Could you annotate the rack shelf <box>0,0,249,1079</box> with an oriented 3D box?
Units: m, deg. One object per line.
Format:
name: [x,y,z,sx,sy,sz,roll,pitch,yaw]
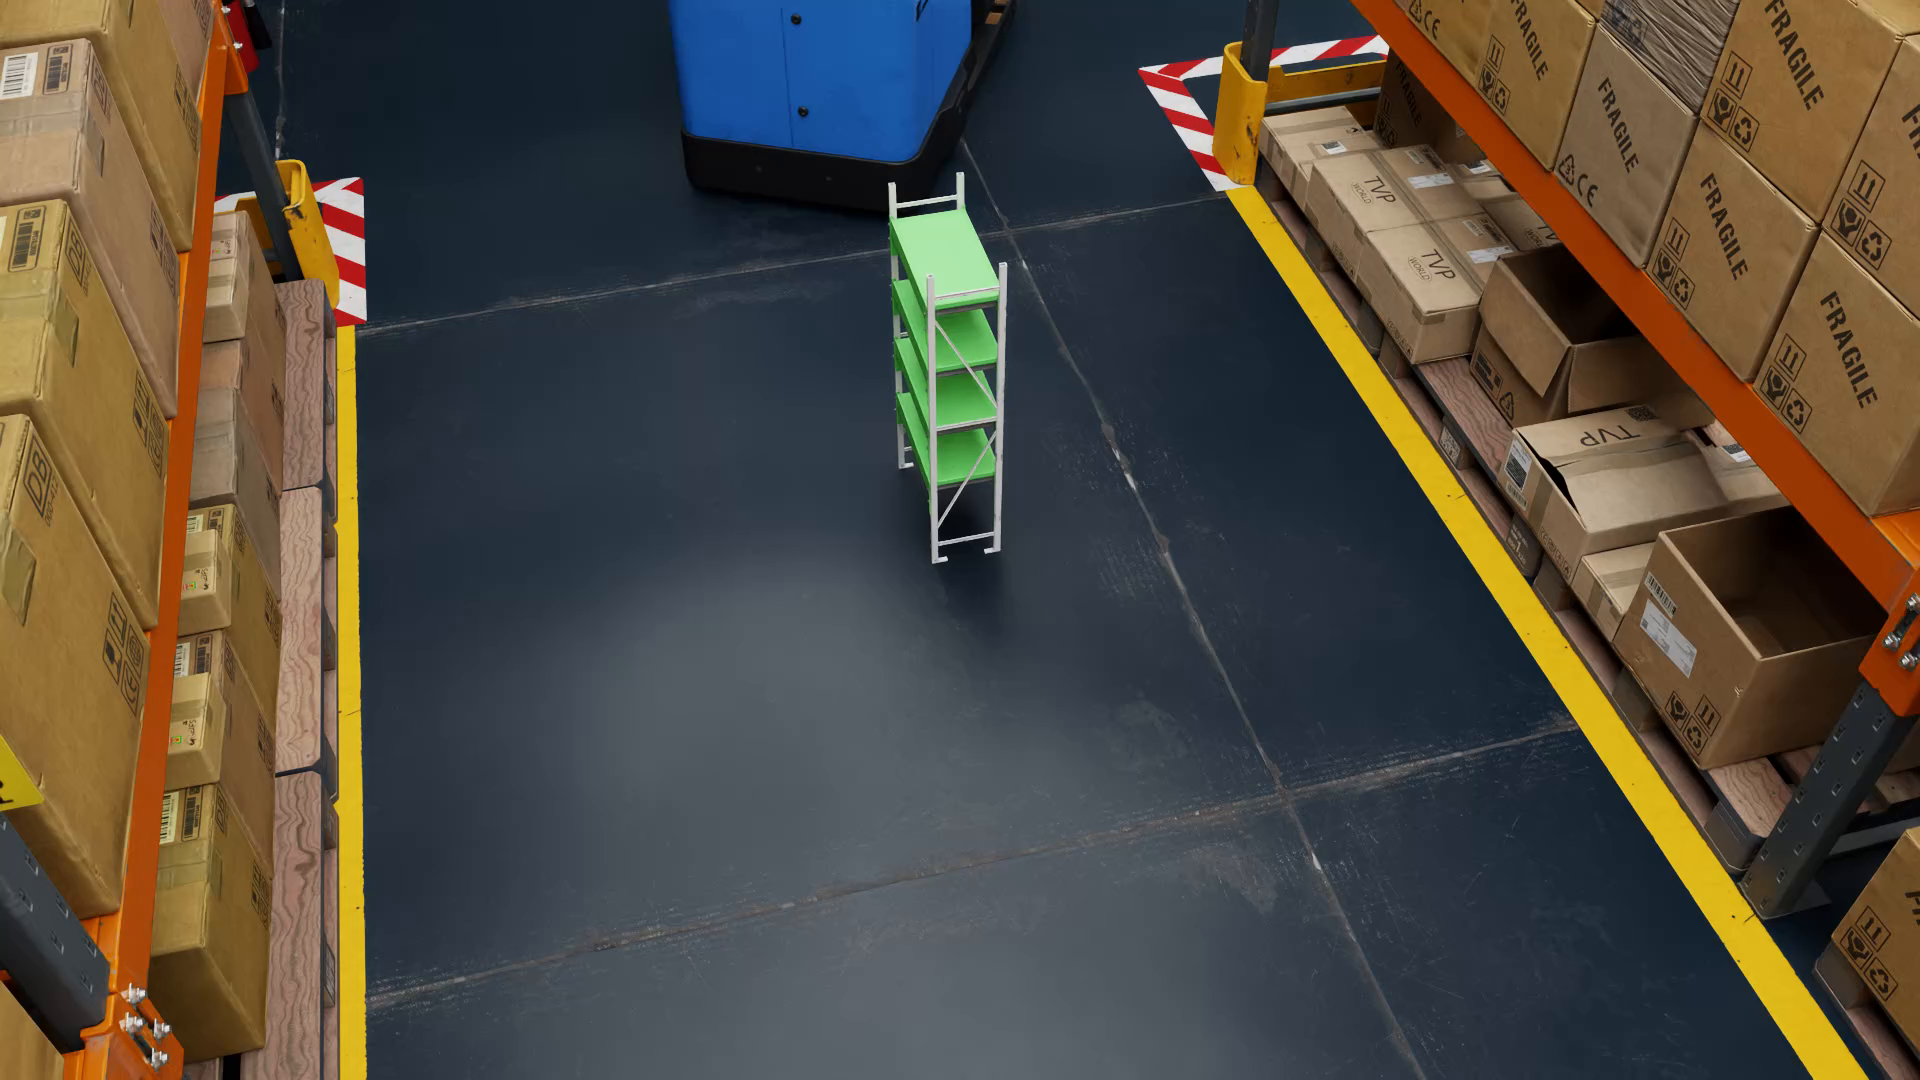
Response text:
rack shelf: [-2.572,-0.325,4.472,1.077,0.370,4.000,-11,47,-10]

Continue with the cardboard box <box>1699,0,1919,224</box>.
cardboard box: [2.214,-1.144,4.001,0.500,0.500,0.500,-12,47,-11]

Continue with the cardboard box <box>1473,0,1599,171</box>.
cardboard box: [1.952,-1.499,5.049,0.500,0.500,0.500,-10,46,-10]

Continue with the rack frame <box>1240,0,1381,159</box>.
rack frame: [1.704,-2.866,6.459,1.000,3.000,0.127,-11,47,-10]

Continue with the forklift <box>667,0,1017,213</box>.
forklift: [-0.341,-3.473,7.101,1.130,2.935,3.031,10,46,9]

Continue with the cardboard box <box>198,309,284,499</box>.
cardboard box: [-2.680,-0.419,5.517,0.700,0.500,0.500,-11,47,-10]

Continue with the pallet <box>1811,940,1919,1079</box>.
pallet: [2.972,1.426,4.205,1.003,0.211,1.213,-11,47,-10]

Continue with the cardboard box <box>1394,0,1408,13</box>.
cardboard box: [1.700,-2.191,5.727,0.500,0.500,0.500,-11,47,-11]

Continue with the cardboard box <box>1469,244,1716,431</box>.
cardboard box: [2.242,-0.681,5.757,0.797,0.503,0.637,-11,47,-10]

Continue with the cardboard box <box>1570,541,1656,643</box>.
cardboard box: [2.154,0.150,5.191,0.380,0.149,0.250,-11,47,-10]

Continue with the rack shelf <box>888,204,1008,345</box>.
rack shelf: [-0.042,-0.825,5.136,0.258,0.148,0.480,-11,47,-10]

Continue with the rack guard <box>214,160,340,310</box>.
rack guard: [-3.090,-1.099,6.477,1.175,0.500,0.348,-11,47,-10]

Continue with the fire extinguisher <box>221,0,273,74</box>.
fire extinguisher: [-2.676,-1.989,5.914,0.296,0.674,0.183,-11,47,-10]

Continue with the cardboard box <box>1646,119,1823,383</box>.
cardboard box: [2.218,-0.793,4.357,0.500,0.500,0.500,-10,46,-9]

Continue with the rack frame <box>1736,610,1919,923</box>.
rack frame: [2.728,-0.104,3.752,1.000,3.000,0.127,-11,47,-10]

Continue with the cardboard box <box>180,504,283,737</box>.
cardboard box: [-2.407,0.295,4.817,0.700,0.500,0.500,-10,46,-9]

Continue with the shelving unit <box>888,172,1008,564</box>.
shelving unit: [-0.042,-0.534,5.433,0.258,1.200,0.503,-11,47,-10]

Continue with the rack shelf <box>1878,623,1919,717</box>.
rack shelf: [3.240,1.528,2.656,1.077,0.370,4.000,-11,47,-10]

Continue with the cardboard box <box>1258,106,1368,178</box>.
cardboard box: [1.479,-1.670,6.975,0.380,0.149,0.250,-11,47,-10]

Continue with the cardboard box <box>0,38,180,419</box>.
cardboard box: [-2.560,-0.684,4.110,0.980,0.700,0.700,-13,47,-12]

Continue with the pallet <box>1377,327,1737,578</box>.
pallet: [2.237,-0.447,6.040,1.003,0.211,1.213,-11,47,-10]

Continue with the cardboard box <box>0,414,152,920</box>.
cardboard box: [-2.183,0.321,3.125,0.980,0.700,0.700,-10,46,-10]

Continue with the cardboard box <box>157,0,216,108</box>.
cardboard box: [-2.944,-1.712,5.118,0.980,0.700,0.700,-9,46,-9]

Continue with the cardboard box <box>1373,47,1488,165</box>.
cardboard box: [2.081,-1.815,6.870,0.500,0.500,0.500,-11,47,-10]

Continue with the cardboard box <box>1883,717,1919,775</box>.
cardboard box: [2.829,0.353,4.878,0.500,0.311,0.500,-11,47,-10]

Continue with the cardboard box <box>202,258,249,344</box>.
cardboard box: [-2.533,-0.760,5.397,0.380,0.149,0.250,-10,46,-9]

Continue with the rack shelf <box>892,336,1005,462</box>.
rack shelf: [-0.042,-0.490,5.479,0.258,0.148,0.480,-11,47,-10]

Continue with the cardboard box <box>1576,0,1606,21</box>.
cardboard box: [1.958,-1.840,4.683,0.500,0.500,0.500,-11,47,-11]

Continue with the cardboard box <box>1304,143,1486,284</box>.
cardboard box: [1.697,-1.285,6.526,0.500,0.250,0.500,-11,47,-10]

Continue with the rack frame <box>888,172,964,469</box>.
rack frame: [-0.105,-0.703,5.599,0.240,1.200,0.015,-11,47,-10]

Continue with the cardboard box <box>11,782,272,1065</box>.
cardboard box: [-2.152,0.997,4.129,0.700,0.500,0.500,-10,46,-10]

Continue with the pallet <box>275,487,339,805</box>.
pallet: [-2.495,0.397,5.213,1.003,0.211,1.213,-11,47,-10]

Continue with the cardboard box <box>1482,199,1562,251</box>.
cardboard box: [2.295,-1.066,6.312,0.500,0.250,0.500,-11,47,-10]

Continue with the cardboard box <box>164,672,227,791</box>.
cardboard box: [-2.064,0.500,4.162,0.380,0.149,0.250,-9,46,-9]
